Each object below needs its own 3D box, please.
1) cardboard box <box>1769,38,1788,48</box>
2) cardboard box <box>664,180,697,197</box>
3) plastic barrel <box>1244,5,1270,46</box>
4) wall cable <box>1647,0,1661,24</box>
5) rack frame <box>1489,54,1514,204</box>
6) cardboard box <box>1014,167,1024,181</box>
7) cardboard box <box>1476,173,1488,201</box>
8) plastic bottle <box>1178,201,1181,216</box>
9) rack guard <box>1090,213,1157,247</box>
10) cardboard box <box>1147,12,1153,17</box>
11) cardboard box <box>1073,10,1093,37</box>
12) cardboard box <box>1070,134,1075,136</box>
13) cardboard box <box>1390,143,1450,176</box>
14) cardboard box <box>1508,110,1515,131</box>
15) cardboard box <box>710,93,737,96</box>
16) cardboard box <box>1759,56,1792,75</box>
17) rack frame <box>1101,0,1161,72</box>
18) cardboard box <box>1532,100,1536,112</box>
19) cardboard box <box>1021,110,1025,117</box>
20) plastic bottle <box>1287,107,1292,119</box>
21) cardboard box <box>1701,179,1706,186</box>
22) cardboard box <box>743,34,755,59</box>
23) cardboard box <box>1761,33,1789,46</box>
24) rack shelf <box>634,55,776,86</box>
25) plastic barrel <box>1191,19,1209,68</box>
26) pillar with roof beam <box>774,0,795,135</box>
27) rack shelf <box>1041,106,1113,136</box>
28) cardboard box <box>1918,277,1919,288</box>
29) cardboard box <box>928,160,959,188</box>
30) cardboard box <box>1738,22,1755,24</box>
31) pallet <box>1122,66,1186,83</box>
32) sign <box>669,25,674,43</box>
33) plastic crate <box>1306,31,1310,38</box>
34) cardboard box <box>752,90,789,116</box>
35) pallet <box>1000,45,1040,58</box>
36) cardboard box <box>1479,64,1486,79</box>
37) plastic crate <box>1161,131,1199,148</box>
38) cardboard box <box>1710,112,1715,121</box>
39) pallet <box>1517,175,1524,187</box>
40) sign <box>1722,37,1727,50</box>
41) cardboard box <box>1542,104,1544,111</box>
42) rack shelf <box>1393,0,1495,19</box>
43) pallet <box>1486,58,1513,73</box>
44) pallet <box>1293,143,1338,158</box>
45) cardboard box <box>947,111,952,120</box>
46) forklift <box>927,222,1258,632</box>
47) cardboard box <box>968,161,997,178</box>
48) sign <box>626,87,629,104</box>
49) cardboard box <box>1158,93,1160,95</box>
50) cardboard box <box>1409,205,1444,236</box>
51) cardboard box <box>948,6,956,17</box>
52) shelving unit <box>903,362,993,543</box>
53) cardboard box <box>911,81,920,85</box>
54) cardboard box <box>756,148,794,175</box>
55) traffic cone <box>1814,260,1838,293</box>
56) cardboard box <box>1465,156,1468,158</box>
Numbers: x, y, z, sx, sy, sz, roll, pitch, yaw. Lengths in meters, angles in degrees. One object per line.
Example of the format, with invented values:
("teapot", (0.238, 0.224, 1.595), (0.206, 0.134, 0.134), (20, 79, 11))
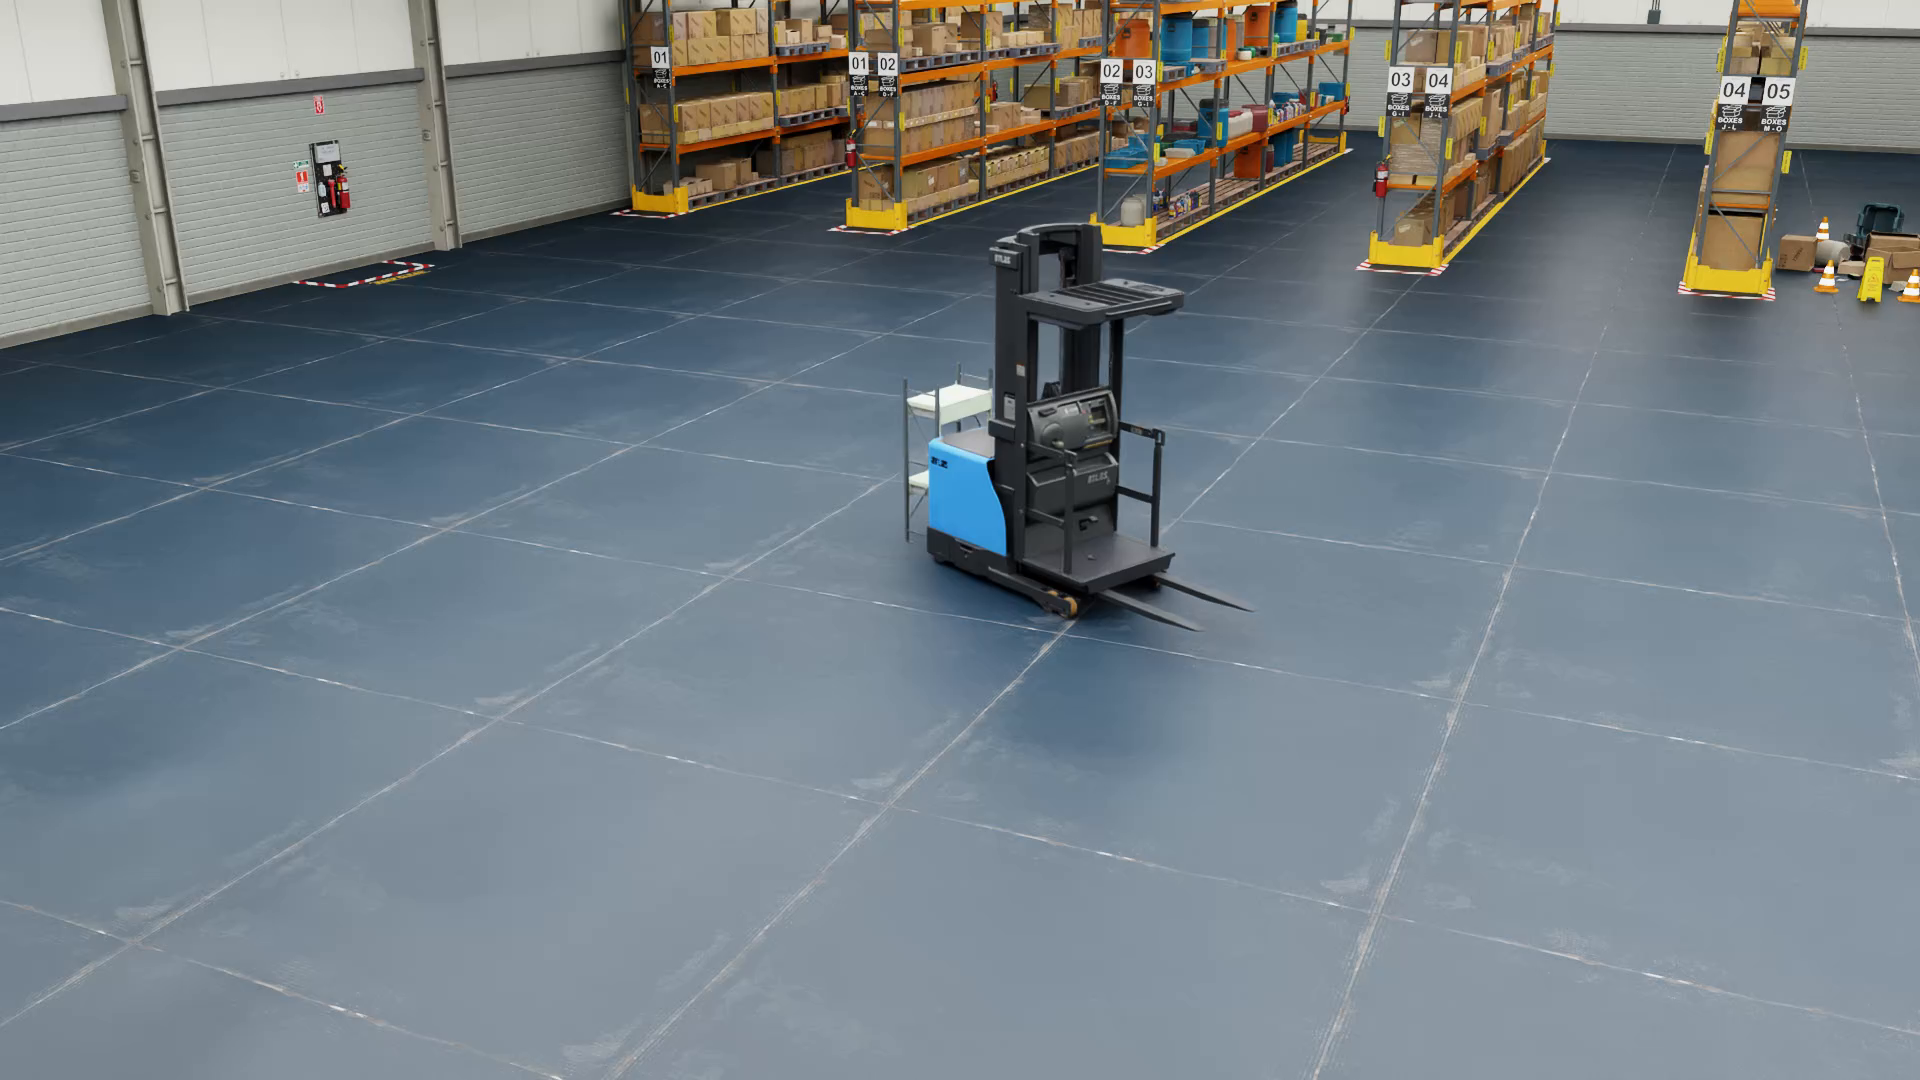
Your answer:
("cardboard box", (13.511, -8.154, 27.307), (0.380, 0.149, 0.250), (9, 21, 23))
("cardboard box", (-5.736, -7.216, 34.091), (0.500, 0.311, 0.500), (6, 20, 17))
("plastic barrel", (6.448, -11.149, 36.050), (0.600, 0.830, 0.708), (9, 21, 23))
("wall cable", (19.467, -16.526, 43.160), (2.277, 5.999, 0.120), (9, 21, 23))
("rack frame", (10.731, -8.483, 34.297), (1.000, 3.000, 0.127), (9, 21, 23))
("cardboard box", (1.078, -8.082, 36.648), (0.500, 0.250, 0.500), (9, 21, 24))
("cardboard box", (10.260, -7.133, 33.577), (0.700, 0.500, 0.500), (7, 21, 18))
("plastic bottle", (4.145, -6.285, 31.534), (0.097, 0.271, 0.097), (0, 20, 0))
("rack guard", (2.925, -5.569, 29.834), (1.175, 0.500, 0.348), (9, 21, 23))
("cardboard box", (4.776, -14.061, 43.864), (0.700, 0.500, 0.500), (9, 21, 23))
("cardboard box", (2.807, -12.420, 39.966), (0.600, 0.600, 0.600), (8, 21, 22))
("cardboard box", (2.493, -9.665, 40.695), (0.500, 0.500, 0.500), (9, 21, 23))
("cardboard box", (7.706, -6.389, 27.816), (0.875, 0.500, 0.500), (9, 21, 23))
("cardboard box", (11.388, -8.799, 35.037), (0.500, 0.500, 0.500), (8, 21, 21))
("cardboard box", (-5.062, -9.318, 35.722), (0.500, 0.500, 0.500), (8, 21, 22))
("cardboard box", (12.371, -7.166, 25.121), (0.500, 0.250, 0.500), (9, 21, 23))
("rack frame", (2.937, -9.543, 28.326), (1.000, 3.000, 0.127), (9, 21, 23))
("cardboard box", (13.009, -10.034, 38.439), (0.500, 0.250, 0.500), (8, 21, 22))
("cardboard box", (1.152, -9.554, 37.443), (0.500, 0.311, 0.500), (8, 21, 22))
("plastic bottle", (7.573, -9.855, 38.341), (0.152, 0.276, 0.135), (9, 21, 23))
("cardboard box", (14.148, -6.183, 30.561), (1.050, 0.750, 0.750), (9, 21, 23))
("cardboard box", (-4.664, -10.427, 35.110), (0.500, 0.500, 0.500), (7, 21, 18))
("cardboard box", (14.759, -8.907, 30.088), (0.500, 0.500, 0.500), (9, 21, 23))
("rack shelf", (-5.283, -9.762, 34.491), (1.077, 0.370, 4.000), (9, 21, 23))
("plastic barrel", (4.585, -9.774, 32.704), (0.600, 0.901, 0.708), (9, 21, 23))
("pillar with roof beam", (-0.220, -12.479, 36.581), (9.100, 9.000, 0.400), (9, 21, 23))
("rack shelf", (2.514, -10.115, 39.962), (1.077, 0.370, 4.000), (9, 21, 23))
("cardboard box", (15.190, -4.012, 25.980), (0.250, 0.149, 0.380), (-14, 24, -33))
("cardboard box", (-0.350, -7.399, 33.609), (0.500, 0.500, 0.500), (9, 21, 23))
("cardboard box", (17.488, -11.444, 37.031), (0.380, 0.149, 0.250), (9, 22, 25))
("pallet", (3.365, -8.280, 29.534), (1.003, 0.211, 1.213), (9, 21, 23))
("sign", (-5.607, -9.827, 32.296), (0.100, 0.325, 0.005), (9, 21, 23))
("plastic crate", (8.299, -12.330, 40.816), (0.437, 0.282, 0.530), (9, 21, 23))
("cardboard box", (-4.224, -9.704, 36.926), (0.700, 0.500, 0.500), (9, 21, 23))
("pallet", (1.044, -10.605, 36.071), (1.003, 0.211, 1.213), (10, 22, 25))
("cardboard box", (9.145, -8.427, 29.889), (0.500, 0.250, 0.500), (9, 22, 25))
("plastic crate", (4.244, -7.768, 32.379), (0.767, 0.338, 0.504), (9, 21, 23))
("cardboard box", (14.997, -8.344, 32.767), (0.380, 0.149, 0.250), (8, 21, 21))
("pallet", (12.122, -8.145, 37.510), (1.003, 0.211, 1.213), (9, 21, 23))
("sign", (13.078, -8.425, 28.417), (0.100, 0.325, 0.005), (9, 21, 23))
("cardboard box", (13.953, -10.499, 40.342), (0.380, 0.149, 0.250), (9, 21, 23))
("rack shelf", (8.274, -9.134, 28.256), (1.077, 0.370, 4.000), (9, 21, 23))
("pallet", (9.865, -9.076, 31.770), (1.213, 0.211, 1.003), (9, 21, 23))
("pallet", (9.115, -10.047, 42.858), (1.003, 0.211, 1.213), (9, 21, 23))
("cardboard box", (-0.380, -8.472, 33.152), (0.380, 0.149, 0.250), (9, 22, 24))
("forklift", (1.051, -0.952, 13.226), (1.130, 2.935, 3.031), (-16, 25, -38))
("cardboard box", (0.454, -7.879, 35.240), (0.500, 0.311, 0.500), (9, 21, 23))
("sign", (-6.600, -8.853, 33.138), (0.100, 0.325, 0.005), (9, 21, 23))
("cardboard box", (5.036, -12.161, 44.492), (0.500, 0.500, 0.500), (9, 22, 24))
("cardboard box", (8.213, -5.622, 29.357), (0.500, 0.500, 0.500), (11, 22, 28))
("cardboard box", (-0.435, -14.023, 43.727), (0.500, 0.500, 0.500), (8, 21, 22))
("shelving unit", (-0.101, -0.751, 14.796), (0.431, 1.500, 0.755), (15, 25, 37))
("cardboard box", (-1.347, -11.608, 42.463), (0.500, 0.500, 0.500), (9, 21, 23))
("cardboard box", (-4.177, -8.556, 37.576), (0.700, 0.500, 0.500), (9, 22, 25))
("traffic cone", (13.452, -4.098, 25.754), (0.336, 0.463, 0.334), (9, 21, 23))
("cardboard box", (9.005, -6.892, 30.200), (0.380, 0.149, 0.250), (9, 21, 23))
